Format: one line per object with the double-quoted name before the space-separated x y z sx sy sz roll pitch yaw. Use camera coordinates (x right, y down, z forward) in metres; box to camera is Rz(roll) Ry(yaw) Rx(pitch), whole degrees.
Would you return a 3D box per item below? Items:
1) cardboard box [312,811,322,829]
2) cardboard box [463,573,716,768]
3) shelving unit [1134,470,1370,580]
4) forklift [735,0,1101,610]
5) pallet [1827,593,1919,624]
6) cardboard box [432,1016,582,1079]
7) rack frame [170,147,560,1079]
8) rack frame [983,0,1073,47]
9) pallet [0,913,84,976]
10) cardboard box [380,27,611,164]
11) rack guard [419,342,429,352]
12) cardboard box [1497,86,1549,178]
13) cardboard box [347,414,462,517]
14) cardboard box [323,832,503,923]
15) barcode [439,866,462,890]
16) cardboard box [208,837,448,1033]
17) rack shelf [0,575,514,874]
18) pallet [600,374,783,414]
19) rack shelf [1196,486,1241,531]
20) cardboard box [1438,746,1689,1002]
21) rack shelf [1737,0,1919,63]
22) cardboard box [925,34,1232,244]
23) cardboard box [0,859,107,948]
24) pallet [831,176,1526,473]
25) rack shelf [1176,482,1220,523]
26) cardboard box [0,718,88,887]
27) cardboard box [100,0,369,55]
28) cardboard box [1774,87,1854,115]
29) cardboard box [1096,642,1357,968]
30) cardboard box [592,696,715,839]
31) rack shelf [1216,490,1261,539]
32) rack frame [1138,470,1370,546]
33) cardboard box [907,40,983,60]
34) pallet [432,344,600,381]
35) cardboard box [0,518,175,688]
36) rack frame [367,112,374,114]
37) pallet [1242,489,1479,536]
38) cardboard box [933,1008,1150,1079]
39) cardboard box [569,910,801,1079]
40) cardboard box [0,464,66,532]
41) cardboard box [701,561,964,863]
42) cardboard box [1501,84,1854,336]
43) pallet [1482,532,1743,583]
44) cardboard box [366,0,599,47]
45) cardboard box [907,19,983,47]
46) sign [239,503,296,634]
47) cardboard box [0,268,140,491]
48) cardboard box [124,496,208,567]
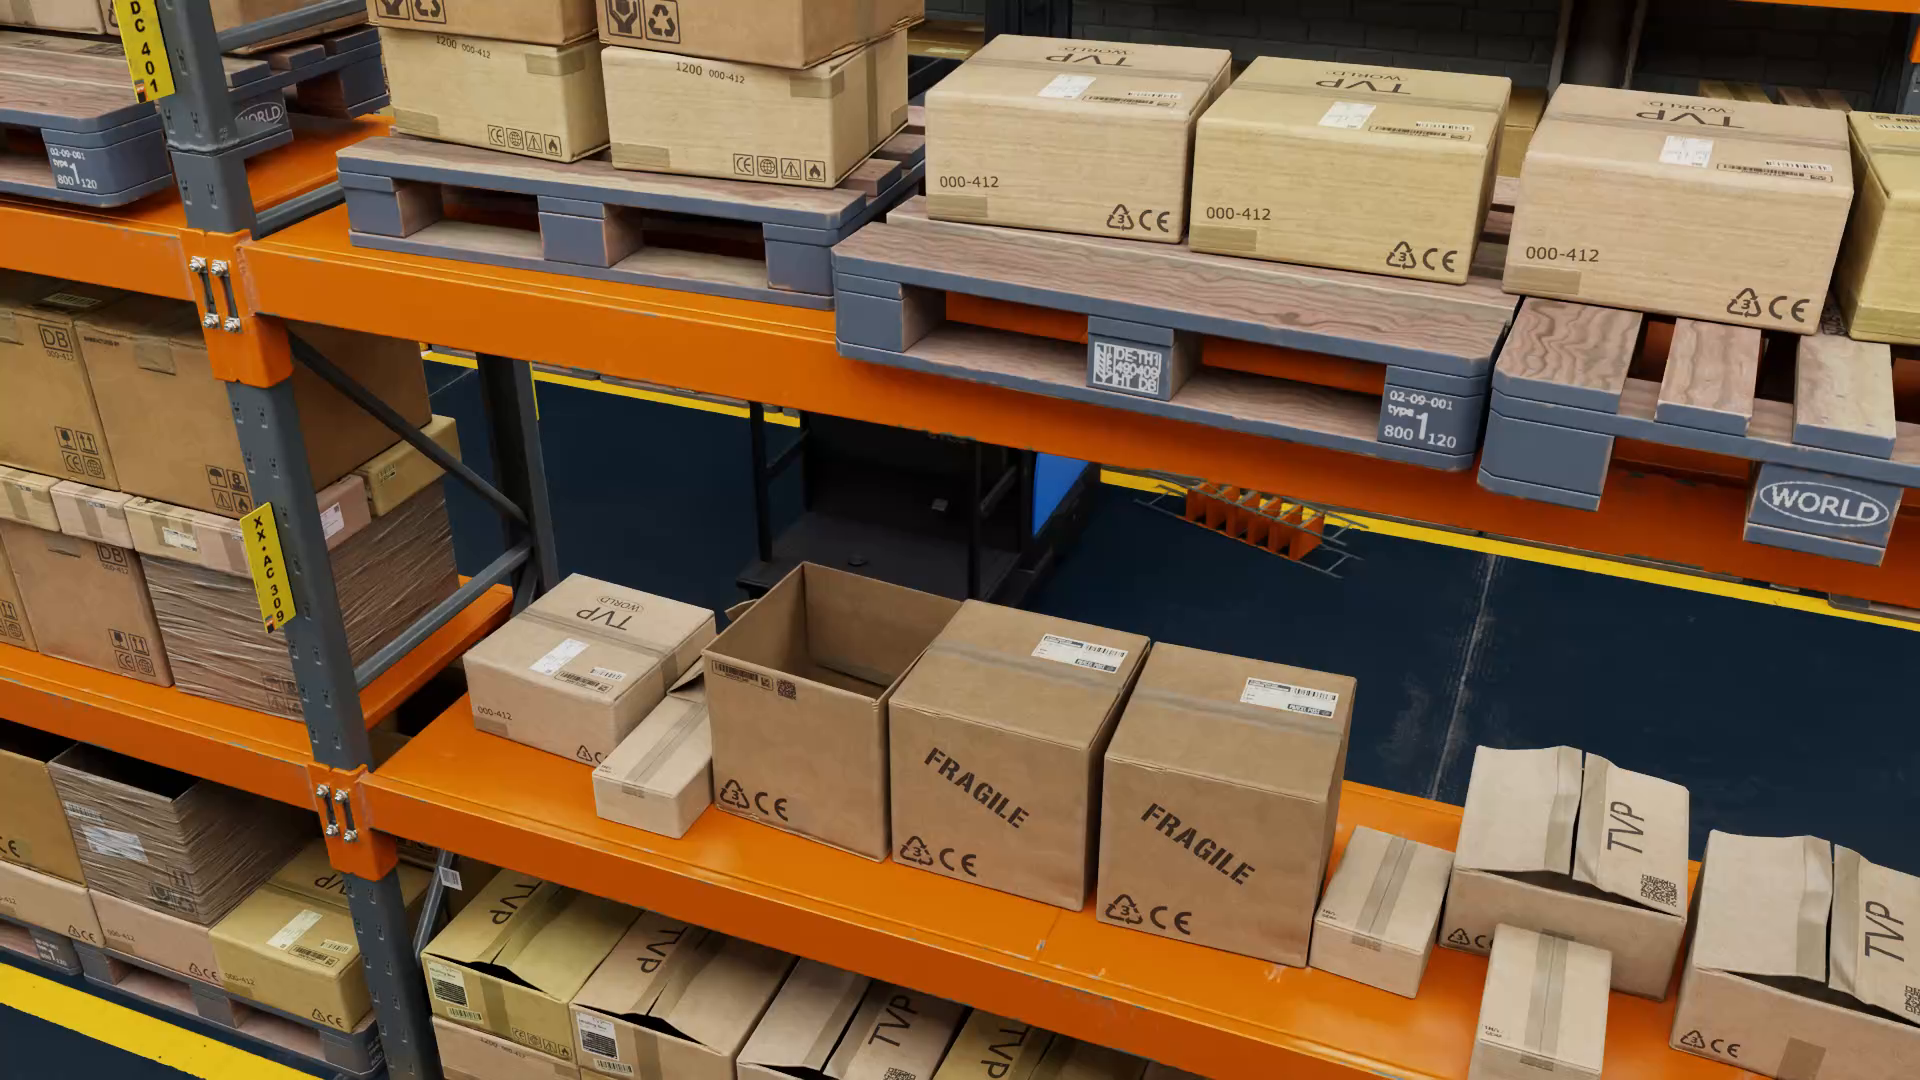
"cardboard box" -2.282 0.600 5.746 0.500 0.500 0.500 11 31 19
"cardboard box" -1.032 0.366 4.707 0.500 0.250 0.500 13 32 22
"shelving unit" 1.432 -0.132 8.285 1.200 0.189 0.258 23 37 34
"forklift" -0.302 -0.909 6.879 1.130 2.935 3.031 11 31 19
"pallet" 4.764 0.104 7.851 1.213 0.211 1.003 11 31 19
"cardboard box" -1.224 1.431 5.037 0.500 0.250 0.500 11 31 18
"rack frame" -1.504 0.229 4.796 0.127 3.000 1.000 11 31 19
"rack frame" 0.355 -2.030 8.793 0.127 3.000 1.000 11 31 19
"pallet" -3.360 1.052 6.174 1.213 0.211 1.003 11 31 19
"cardboard box" -0.937 -1.076 3.782 0.500 0.250 0.500 15 33 24
"rack guard" -3.281 -1.668 10.693 0.348 0.500 1.175 11 31 19
"cardboard box" 2.459 -1.828 7.887 0.500 0.500 0.700 11 31 19
"cardboard box" -1.680 -0.235 4.856 0.250 0.149 0.380 11 31 19
"cardboard box" -1.820 1.020 5.765 0.500 0.250 0.500 11 31 19
"barcode" -1.424 0.945 4.647 0.075 0.075 0.001 11 31 19
"cardboard box" -2.016 1.257 5.345 0.500 0.250 0.500 11 31 19
"rack shelf" -3.357 0.173 5.627 4.000 0.370 1.077 11 31 19
"pallet" -1.415 -1.149 10.069 1.213 0.211 1.003 11 31 19
"rack shelf" 1.307 -0.186 8.377 0.103 0.180 0.258 23 37 34
"cardboard box" 1.446 0.754 3.957 0.500 0.311 0.500 11 31 19
"rack shelf" 2.208 -2.653 7.577 4.000 0.370 1.077 11 31 19
"cardboard box" 0.245 -0.812 3.316 0.500 0.250 0.500 9 31 15
"cardboard box" -2.945 1.075 5.668 0.500 0.250 0.500 11 31 19
"pallet" 0.503 -0.545 3.309 1.213 0.211 1.003 13 32 21
"rack shelf" 1.216 -0.224 8.445 0.103 0.180 0.258 23 37 34
"cardboard box" -2.940 0.742 5.494 0.500 0.500 0.500 11 31 19
"cardboard box" -1.872 -1.577 4.273 0.500 0.500 0.500 14 32 23
"cardboard box" 3.730 -1.858 7.280 0.250 0.149 0.380 7 30 13
"cardboard box" 0.641 0.623 3.998 0.500 0.500 0.500 10 31 16
"cardboard box" -0.760 0.596 4.403 0.250 0.149 0.380 11 31 19
"rack shelf" 1.398 -0.147 8.310 0.103 0.180 0.258 23 37 34
"rack frame" 1.432 -0.212 8.239 1.200 0.006 0.240 23 37 34
"cardboard box" -0.200 -2.246 8.546 0.500 0.500 0.500 11 31 19
"pallet" -2.542 -1.376 10.469 1.213 0.211 1.003 11 31 19
"cardboard box" -2.409 0.012 5.079 0.500 0.500 0.700 11 31 19
"rack frame" -3.352 -2.770 10.102 0.127 3.000 1.000 11 31 19
"pallet" 2.211 -0.448 8.828 1.213 0.211 1.003 11 31 19
"cardboard box" 0.210 1.473 4.393 0.500 0.311 0.500 12 32 20
"cardboard box" -0.753 1.284 4.727 0.500 0.311 0.500 11 31 19
"cardboard box" -2.552 -0.191 4.779 0.250 0.149 0.380 11 31 19
"cardboard box" -0.311 0.433 4.334 0.500 0.500 0.500 14 32 23
"cardboard box" 1.268 -0.601 2.942 0.500 0.250 0.500 12 32 20
"pallet" 3.338 -0.221 8.427 1.213 0.211 1.003 11 31 19
"cardboard box" -0.947 -1.388 3.573 0.500 0.500 0.500 12 32 20
"cardboard box" -0.002 -2.482 8.963 0.500 0.500 0.500 11 31 18
"sign" -1.711 0.071 4.115 0.005 0.325 0.100 11 31 19
"cardboard box" -2.386 -0.551 4.756 0.500 0.500 0.700 11 31 19
"cardboard box" -2.065 -0.096 4.610 0.250 0.149 0.380 11 31 18
